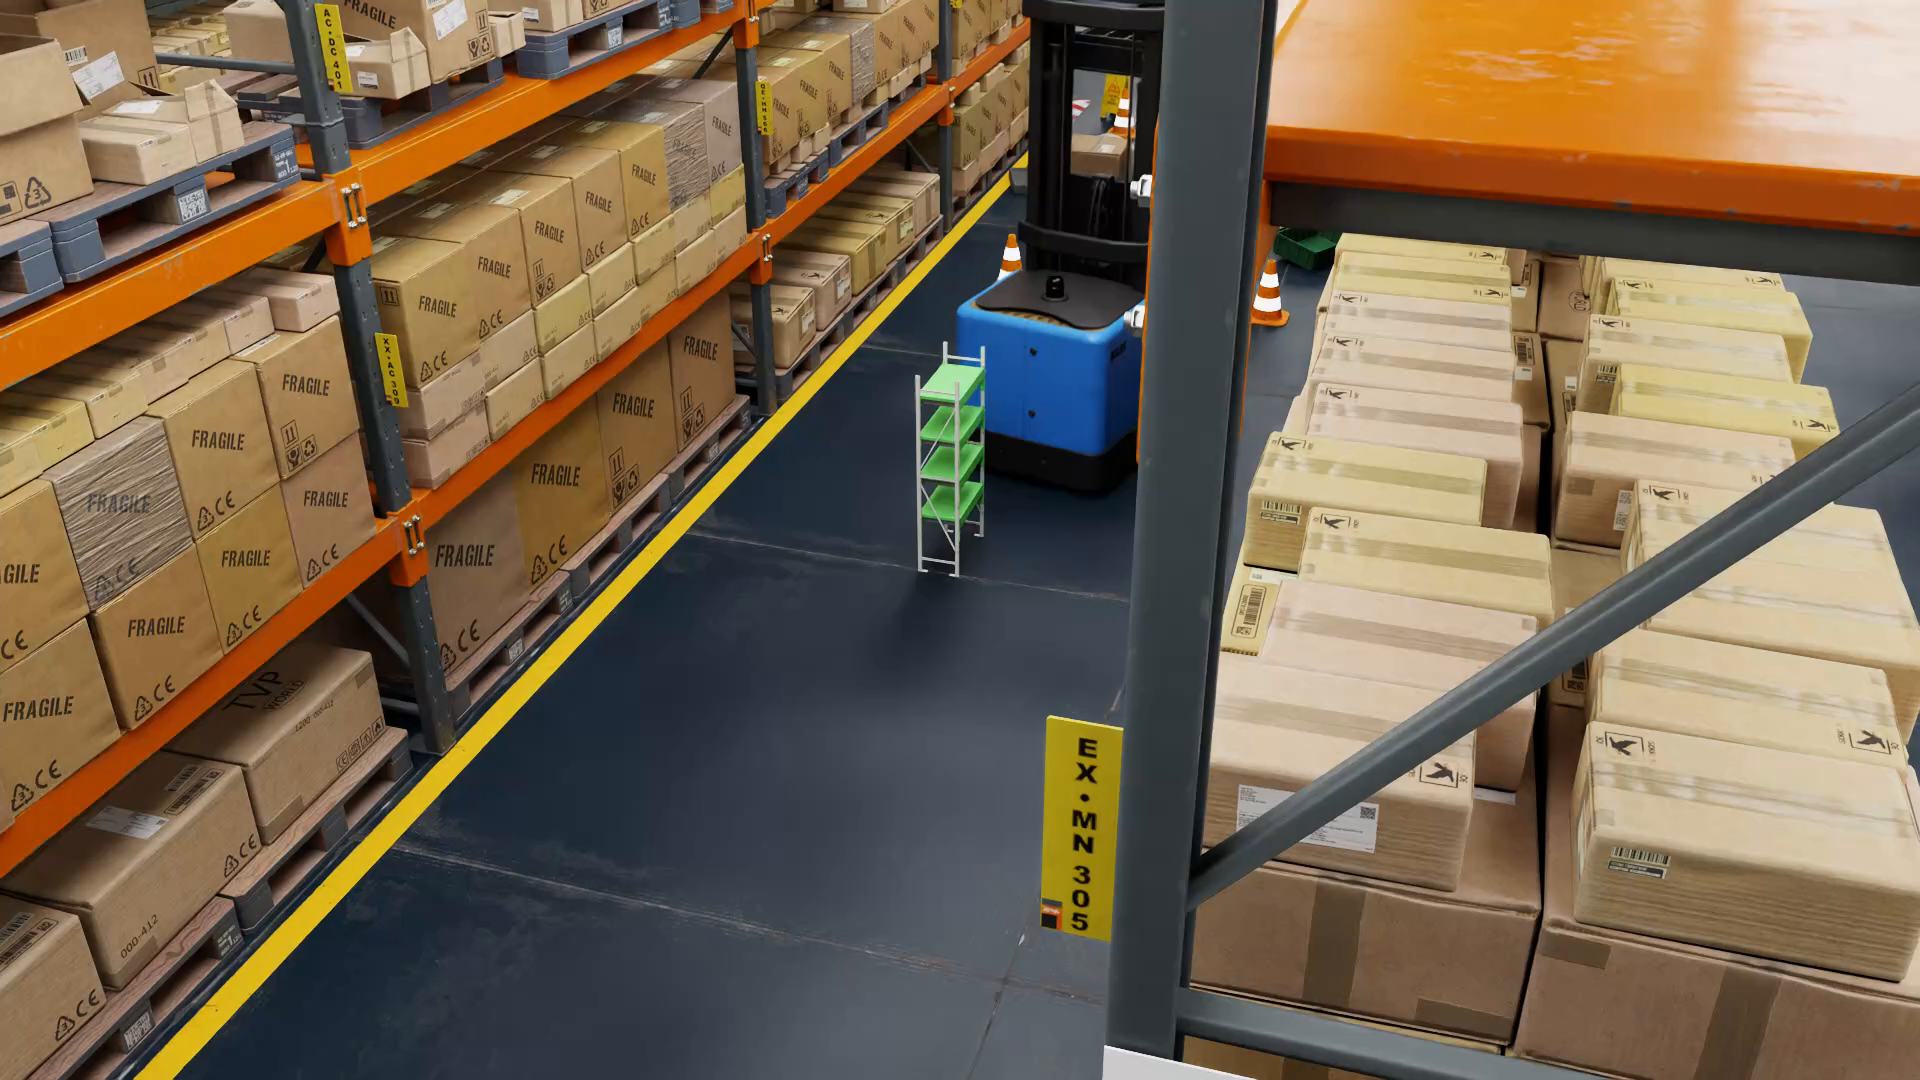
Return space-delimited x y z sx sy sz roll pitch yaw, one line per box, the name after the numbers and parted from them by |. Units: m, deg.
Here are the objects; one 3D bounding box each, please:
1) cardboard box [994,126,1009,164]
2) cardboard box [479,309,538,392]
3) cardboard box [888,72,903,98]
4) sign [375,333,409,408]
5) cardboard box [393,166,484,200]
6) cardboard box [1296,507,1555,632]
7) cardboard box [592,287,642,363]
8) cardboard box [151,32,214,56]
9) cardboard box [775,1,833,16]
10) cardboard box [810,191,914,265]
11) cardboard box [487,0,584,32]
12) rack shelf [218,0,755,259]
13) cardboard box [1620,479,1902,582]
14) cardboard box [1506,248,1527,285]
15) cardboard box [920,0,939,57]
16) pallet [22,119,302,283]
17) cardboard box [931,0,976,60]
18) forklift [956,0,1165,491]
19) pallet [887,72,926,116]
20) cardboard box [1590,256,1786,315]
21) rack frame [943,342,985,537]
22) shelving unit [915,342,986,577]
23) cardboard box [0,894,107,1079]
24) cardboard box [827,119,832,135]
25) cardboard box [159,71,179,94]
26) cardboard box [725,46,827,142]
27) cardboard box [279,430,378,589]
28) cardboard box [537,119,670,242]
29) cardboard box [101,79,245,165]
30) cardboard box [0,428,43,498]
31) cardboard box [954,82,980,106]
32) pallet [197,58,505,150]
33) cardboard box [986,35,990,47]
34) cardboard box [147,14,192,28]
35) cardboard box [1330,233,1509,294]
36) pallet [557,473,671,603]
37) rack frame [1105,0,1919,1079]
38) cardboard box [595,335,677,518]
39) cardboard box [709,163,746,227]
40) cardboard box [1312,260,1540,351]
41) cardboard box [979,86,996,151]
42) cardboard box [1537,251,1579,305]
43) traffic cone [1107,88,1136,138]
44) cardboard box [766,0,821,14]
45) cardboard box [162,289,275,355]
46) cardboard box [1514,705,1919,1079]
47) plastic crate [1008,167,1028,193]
0.166 -3.807 15.905 0.500 0.250 0.500 8 30 14 | cardboard box
-2.387 -0.939 7.992 0.500 0.250 0.500 9 30 16 | cardboard box
-0.658 -3.524 12.826 0.380 0.149 0.250 9 30 15 | cardboard box
-2.381 -0.710 6.968 0.100 0.325 0.005 8 30 15 | sign
-2.709 -1.574 8.362 0.500 0.500 0.500 9 30 16 | cardboard box
0.732 0.089 2.649 0.380 0.149 0.250 8 30 13 | cardboard box
-2.059 -1.184 8.947 0.500 0.250 0.500 8 30 14 | cardboard box
-5.917 -3.744 12.625 0.380 0.149 0.250 9 30 15 | cardboard box
-1.281 -3.813 12.677 0.500 0.500 0.500 8 30 15 | cardboard box
-0.924 -2.549 13.518 0.950 0.372 0.625 10 31 18 | cardboard box
-2.041 -2.610 7.977 0.396 0.266 0.258 11 31 19 | cardboard box
-2.325 -2.301 8.455 1.077 0.370 4.000 8 30 15 | rack shelf
1.301 0.043 2.732 0.380 0.149 0.250 9 30 16 | cardboard box
1.225 -0.769 4.192 0.380 0.149 0.250 8 30 13 | cardboard box
-0.480 -4.203 13.378 0.500 0.500 0.500 8 30 14 | cardboard box
-3.163 -1.268 5.950 1.003 0.211 1.213 8 30 15 | pallet
-0.169 -4.431 14.221 0.500 0.500 0.500 8 30 15 | cardboard box
1.124 -2.266 10.808 1.130 2.935 3.031 15 33 25 | forklift
-0.928 -3.675 13.467 1.003 0.211 1.213 8 30 15 | pallet
1.664 -0.565 3.824 0.380 0.149 0.250 8 30 15 | cardboard box
0.023 -0.561 9.524 0.240 1.200 0.015 8 30 15 | rack frame
-0.049 -0.447 9.320 0.258 1.200 0.503 8 30 15 | shelving unit
-3.728 1.672 5.862 0.875 0.438 0.875 9 30 16 | cardboard box
-1.129 -2.927 11.753 0.380 0.149 0.250 10 31 18 | cardboard box
-6.097 -3.261 12.167 0.500 0.250 0.500 8 30 15 | cardboard box
-1.239 -3.011 11.235 0.500 0.500 0.500 10 31 17 | cardboard box
-2.804 -0.167 6.862 0.500 0.500 0.500 9 30 15 | cardboard box
-1.935 -1.968 9.070 0.500 0.500 0.500 9 30 15 | cardboard box
-2.794 -1.512 5.900 0.396 0.266 0.258 9 30 16 | cardboard box
-3.192 -0.249 5.314 0.380 0.149 0.250 9 30 15 | cardboard box
-0.039 -3.971 14.761 0.380 0.149 0.250 9 30 16 | cardboard box
-2.690 -2.035 7.435 0.805 0.209 1.217 7 30 13 | pallet
0.062 -4.575 15.146 0.380 0.149 0.250 8 30 15 | cardboard box
-6.328 -4.059 13.191 0.380 0.149 0.250 8 30 14 | cardboard box
1.101 -0.649 3.976 0.380 0.149 0.250 10 31 17 | cardboard box
-2.402 -0.095 9.703 1.003 0.211 1.213 8 30 15 | pallet
0.675 -0.479 1.354 1.000 3.000 0.127 8 30 15 | rack frame
-2.286 -0.766 9.795 0.875 0.875 0.875 9 30 15 | cardboard box
-1.638 -2.126 10.125 0.500 0.250 0.500 8 30 15 | cardboard box
1.167 -0.527 4.167 0.500 0.250 0.500 9 30 16 | cardboard box
0.013 -3.889 15.280 0.500 0.500 0.500 10 31 17 | cardboard box
1.793 -0.689 4.457 0.500 0.250 0.500 7 30 13 | cardboard box
1.717 -4.459 17.290 0.336 0.463 0.334 8 30 15 | traffic cone
-1.261 -4.046 12.429 0.380 0.149 0.250 10 31 18 | cardboard box
-2.880 -0.844 6.382 0.380 0.149 0.250 9 30 16 | cardboard box
1.055 0.508 2.306 0.500 0.250 0.500 9 30 16 | cardboard box
0.681 -3.430 15.833 0.402 0.080 0.583 -1 29 -3 | plastic crate
